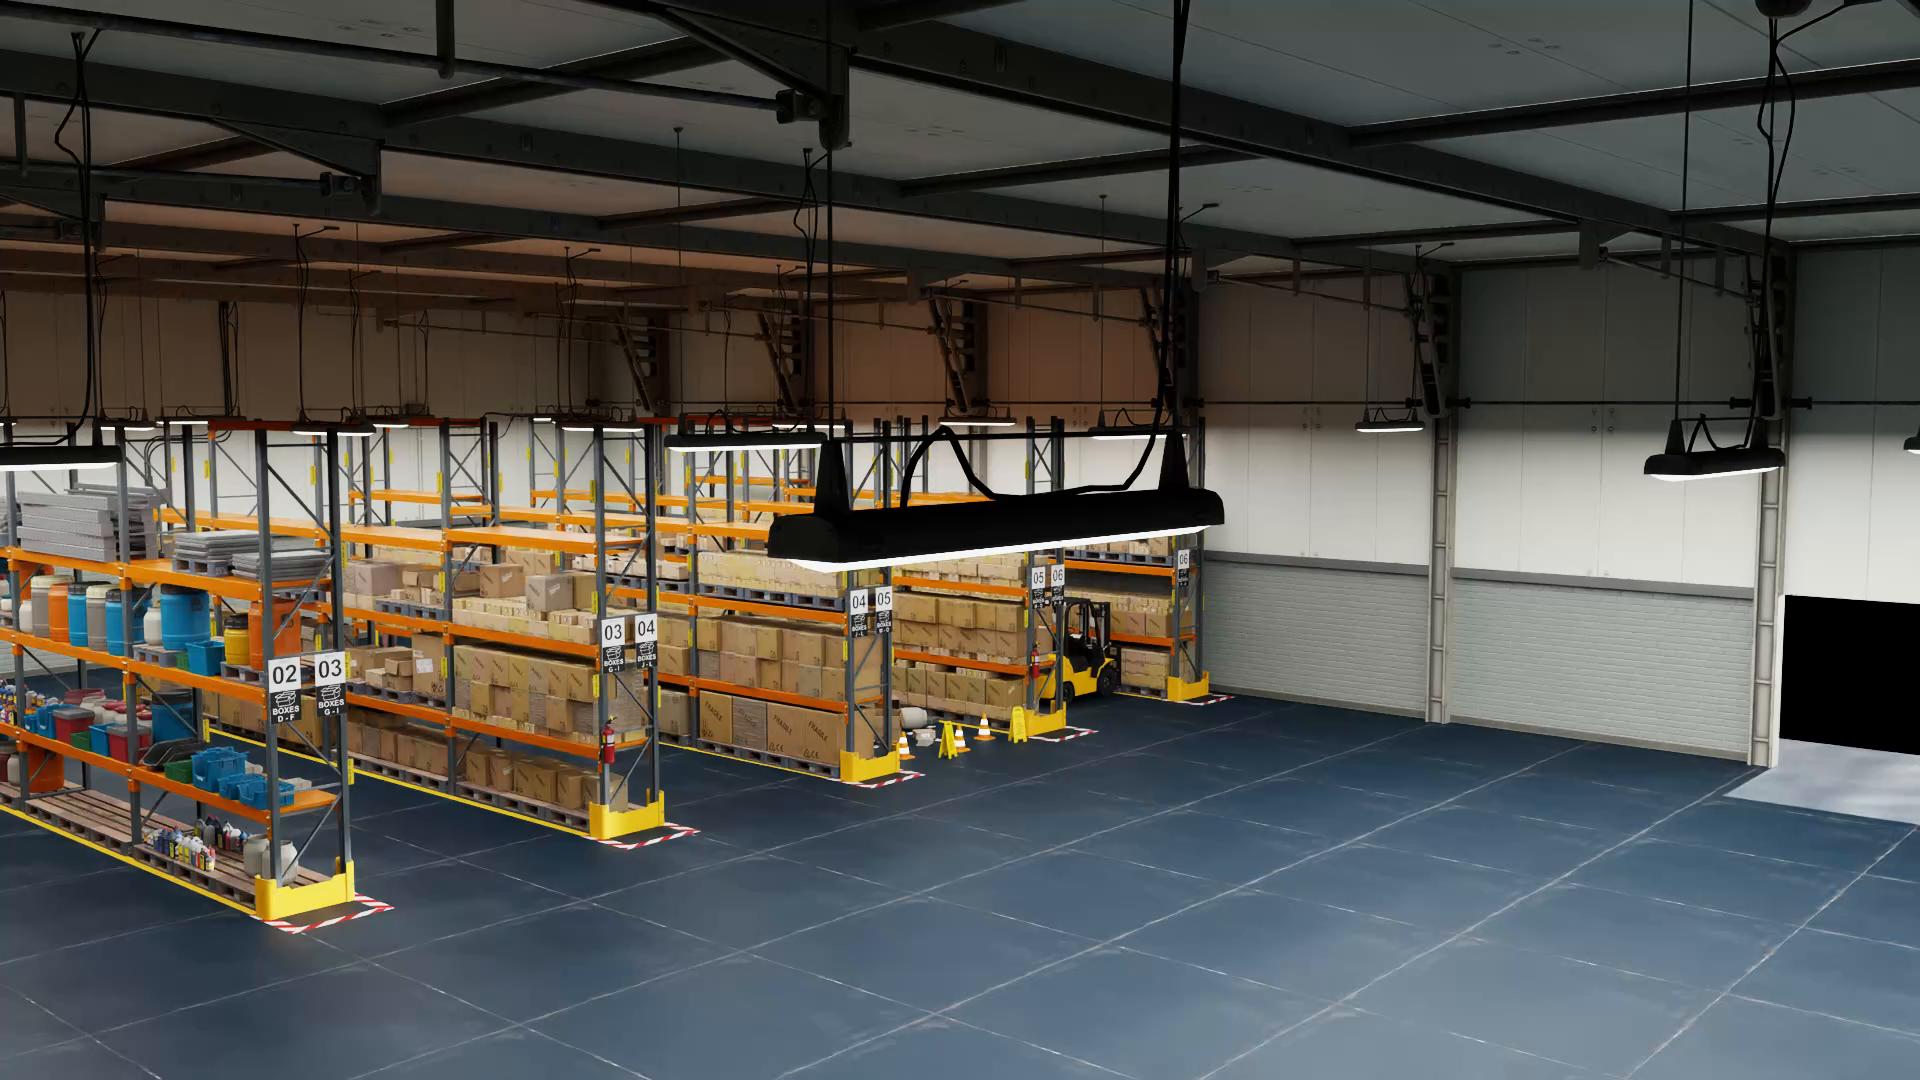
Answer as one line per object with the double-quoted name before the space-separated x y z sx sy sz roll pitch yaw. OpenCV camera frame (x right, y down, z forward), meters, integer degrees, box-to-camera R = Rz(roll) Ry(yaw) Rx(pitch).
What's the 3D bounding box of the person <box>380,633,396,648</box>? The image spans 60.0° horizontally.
"person" -13.806 2.160 40.121 0.457 1.677 0.350 -4 6 -41
